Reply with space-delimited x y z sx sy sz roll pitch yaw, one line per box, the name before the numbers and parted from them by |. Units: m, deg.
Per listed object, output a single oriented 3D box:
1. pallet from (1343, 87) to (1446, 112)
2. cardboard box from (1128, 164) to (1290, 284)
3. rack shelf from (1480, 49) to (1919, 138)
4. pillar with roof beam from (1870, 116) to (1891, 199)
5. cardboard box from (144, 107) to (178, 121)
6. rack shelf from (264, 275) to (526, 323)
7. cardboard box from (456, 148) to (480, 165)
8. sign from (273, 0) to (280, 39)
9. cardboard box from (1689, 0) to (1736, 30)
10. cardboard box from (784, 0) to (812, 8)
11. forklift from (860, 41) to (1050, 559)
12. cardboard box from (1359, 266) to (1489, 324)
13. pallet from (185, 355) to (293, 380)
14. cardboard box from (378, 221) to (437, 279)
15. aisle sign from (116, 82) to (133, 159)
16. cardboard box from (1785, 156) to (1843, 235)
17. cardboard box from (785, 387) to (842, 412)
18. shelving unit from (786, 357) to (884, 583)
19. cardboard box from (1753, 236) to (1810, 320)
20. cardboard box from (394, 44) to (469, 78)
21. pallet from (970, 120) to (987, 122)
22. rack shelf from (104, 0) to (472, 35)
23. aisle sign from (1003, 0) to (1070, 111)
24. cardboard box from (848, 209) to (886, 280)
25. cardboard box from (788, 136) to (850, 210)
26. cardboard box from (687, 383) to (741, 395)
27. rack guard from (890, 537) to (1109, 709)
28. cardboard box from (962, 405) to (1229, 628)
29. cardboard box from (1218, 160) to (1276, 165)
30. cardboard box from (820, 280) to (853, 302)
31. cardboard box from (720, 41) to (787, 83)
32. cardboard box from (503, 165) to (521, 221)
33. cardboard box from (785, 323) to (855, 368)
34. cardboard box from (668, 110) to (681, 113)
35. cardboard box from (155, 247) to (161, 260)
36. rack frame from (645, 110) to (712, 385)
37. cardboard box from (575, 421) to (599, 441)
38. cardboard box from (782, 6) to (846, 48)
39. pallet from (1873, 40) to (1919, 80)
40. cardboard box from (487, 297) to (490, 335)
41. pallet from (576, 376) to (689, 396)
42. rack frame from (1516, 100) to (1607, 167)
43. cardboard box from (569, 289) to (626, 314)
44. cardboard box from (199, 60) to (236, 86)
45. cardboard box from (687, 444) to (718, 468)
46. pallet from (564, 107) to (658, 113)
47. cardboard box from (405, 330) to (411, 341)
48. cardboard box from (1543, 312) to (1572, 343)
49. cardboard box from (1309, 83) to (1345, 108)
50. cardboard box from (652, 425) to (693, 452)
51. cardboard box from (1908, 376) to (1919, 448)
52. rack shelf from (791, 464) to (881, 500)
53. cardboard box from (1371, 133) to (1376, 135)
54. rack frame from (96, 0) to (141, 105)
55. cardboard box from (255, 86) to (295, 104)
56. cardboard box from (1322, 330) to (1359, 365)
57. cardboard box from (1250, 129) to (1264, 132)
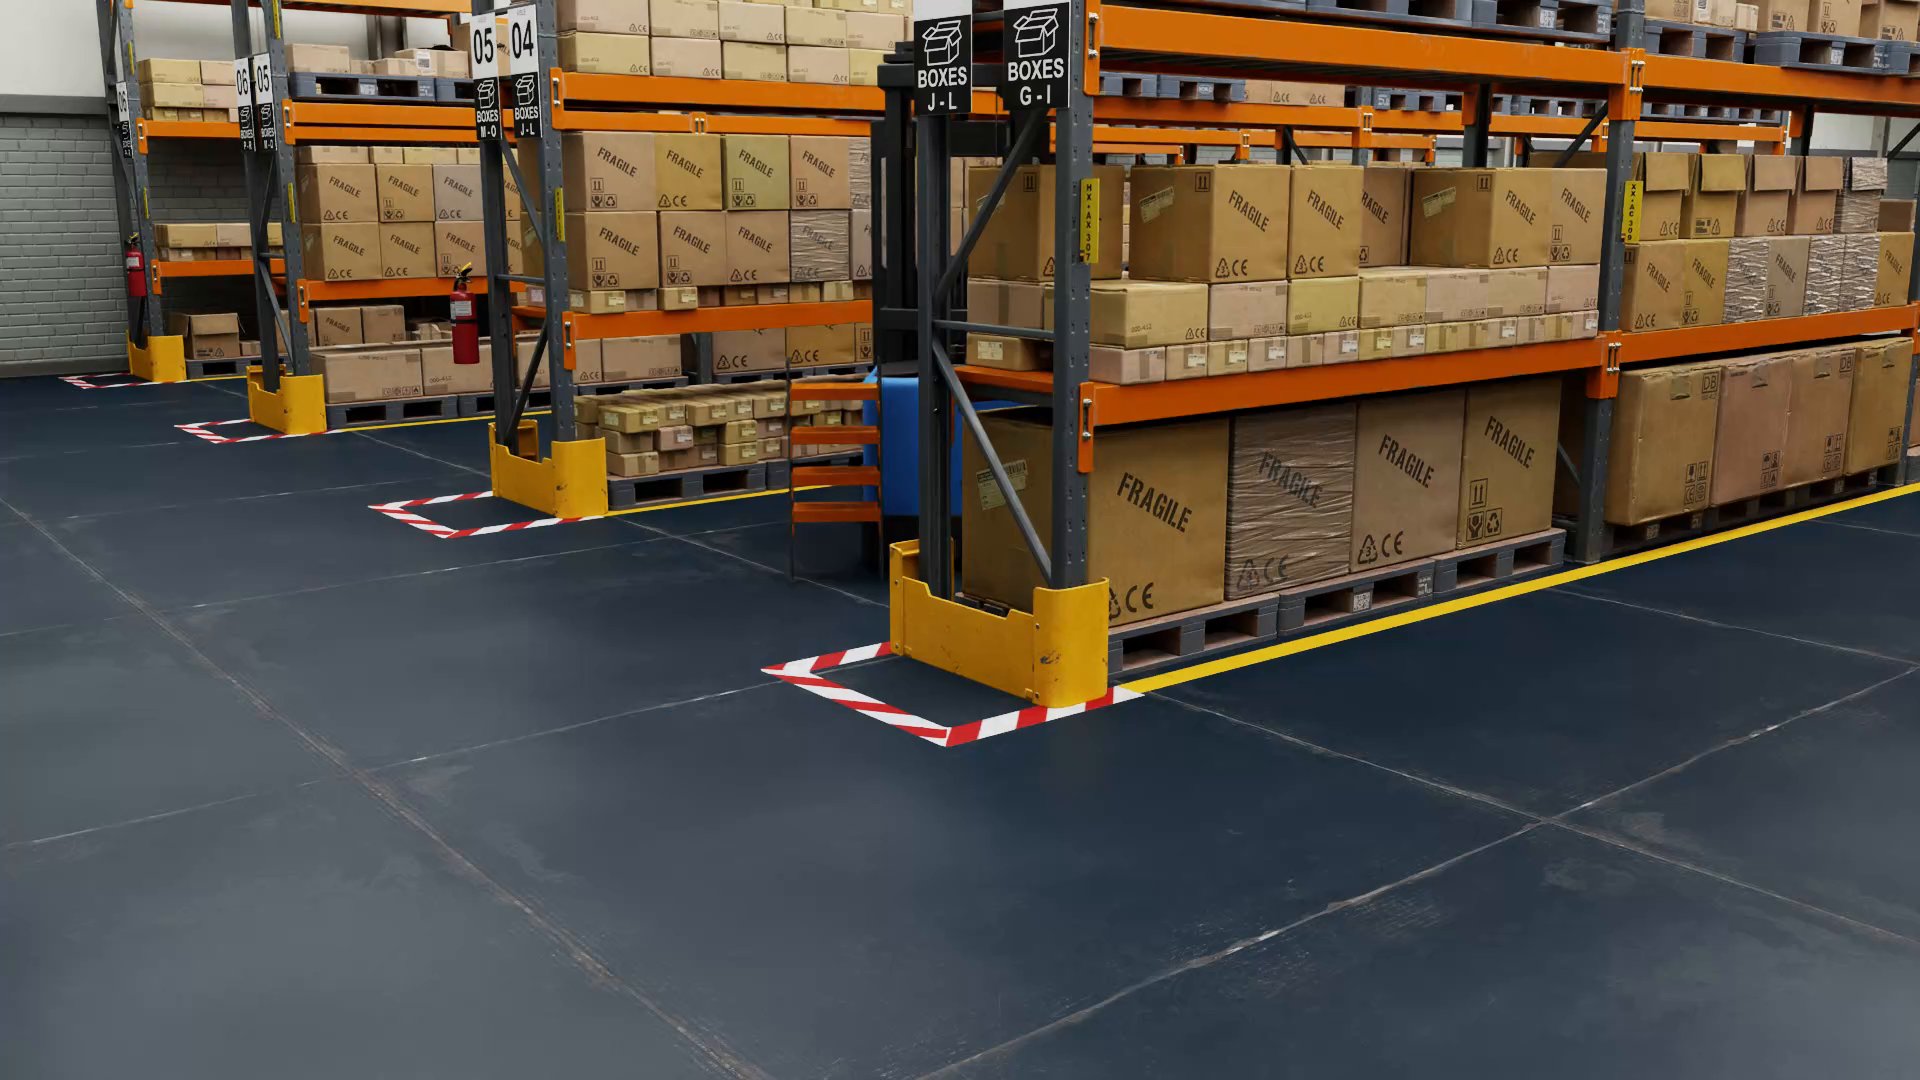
pallet | 3.865 -4.210 15.965 1.003 0.211 1.213 -9 15 -35
cardboard box | 1.102 -1.409 7.383 0.500 0.500 0.500 -10 16 -39
rack shelf | 4.854 -2.781 10.513 4.000 0.370 1.077 -9 15 -38
pillar with roof beam | 28.376 -11.560 42.904 0.548 9.000 9.100 -9 15 -38
cardboard box | -8.732 -4.647 18.174 0.250 0.149 0.380 -9 15 -36
rack shelf | -4.461 -2.402 15.950 4.000 0.370 1.077 -9 15 -38
cardboard box | -4.550 -3.517 15.259 0.250 0.149 0.380 -9 15 -37
sign | -5.680 -4.337 13.815 0.005 0.325 0.100 -9 15 -38
cardboard box | 4.205 -3.163 9.784 0.500 0.311 0.500 -10 16 -40
cardboard box | -1.225 -3.740 11.495 0.250 0.149 0.380 -9 15 -36
forklift | 0.010 -1.577 10.498 1.130 2.935 3.031 0 12 2
cardboard box | 2.310 -1.244 8.412 0.500 0.250 0.500 -9 15 -37
pallet | -8.445 -2.048 19.266 1.213 0.211 1.003 -9 15 -38
cardboard box | -5.091 -2.629 15.047 0.500 0.500 0.500 -10 15 -38
aisle sign | -8.996 -4.514 17.906 0.004 0.787 0.394 -9 15 -38
cardboard box | 5.324 -2.288 11.027 0.637 0.503 0.797 -9 15 -36
cardboard box | -1.078 -1.041 12.231 0.250 0.149 0.380 -9 15 -38
shelving unit | -0.676 -0.383 9.046 0.503 1.200 0.258 -1 12 -4
cardboard box | 4.991 -1.672 10.541 0.500 0.500 0.500 -9 15 -37
cardboard box | -4.822 -4.358 15.173 0.500 0.311 0.500 -9 15 -37
pallet | -0.245 -4.815 18.816 1.003 0.211 1.213 -9 15 -35
rack shelf | -7.564 -6.139 19.116 4.000 0.370 1.077 -9 15 -38
aisle sign | 0.300 -2.100 6.541 0.004 0.787 0.394 -9 15 -38
cardboard box | -0.724 -2.178 12.206 0.500 0.500 0.500 -10 15 -38
cardboard box | -1.129 -2.600 11.789 0.500 0.500 0.500 -10 16 -39
cardboard box | -1.824 -1.061 12.323 0.250 0.149 0.380 -9 15 -36
rack guard | 0.150 0.339 7.329 0.348 0.500 1.175 -9 15 -38
cardboard box | 0.618 -0.149 7.713 0.875 0.875 0.875 -9 15 -38
cardboard box | 3.827 -4.757 21.944 0.500 0.500 0.700 -10 15 -38
cardboard box | -0.980 -1.811 12.041 0.250 0.149 0.380 -9 15 -37
cardboard box | -1.533 -3.252 11.360 0.500 0.250 0.500 -10 16 -39
cardboard box | -4.284 -3.249 15.562 0.500 0.500 0.500 -9 15 -37
cardboard box | -1.764 -2.391 18.273 0.875 0.875 0.875 -9 15 -36
cardboard box | -3.834 -5.717 22.009 0.250 0.149 0.380 -9 15 -37
cardboard box | -9.035 -3.262 18.876 0.250 0.149 0.380 -10 15 -38
rack frame | -2.899 -3.013 17.098 0.127 3.000 1.000 -9 15 -38
cardboard box | -2.617 -0.776 11.696 0.250 0.149 0.380 -10 16 -39
cardboard box | -1.143 -3.555 11.585 0.500 0.250 0.500 -10 16 -40
pallet | 5.946 -3.208 11.246 1.003 0.211 1.213 -9 15 -35
cardboard box | -5.804 -2.912 21.629 0.500 0.500 0.500 -10 15 -38
pallet | -3.542 -1.563 16.982 1.213 0.211 1.003 -9 15 -38
rack frame | 6.519 -3.262 18.267 0.127 3.000 1.000 -9 15 -38
cardboard box | -2.393 -1.570 10.908 0.250 0.149 0.380 -10 15 -38
cardboard box | -8.214 -5.163 18.439 0.500 0.250 0.500 -10 15 -38
cardboard box | -1.899 -0.612 11.642 0.250 0.149 0.380 -9 15 -37
pallet | -3.544 -4.333 16.303 1.213 0.211 1.003 -9 15 -38
cardboard box | -7.005 -2.525 20.651 0.250 0.149 0.380 -10 15 -38
cardboard box | 3.057 -1.157 8.960 0.250 0.149 0.380 -9 15 -37
cardboard box | 3.109 -4.143 14.958 0.500 0.500 0.500 -9 15 -38
cardboard box | -2.032 -0.714 11.404 0.250 0.149 0.380 -10 15 -38
cardboard box | 6.926 -1.008 12.611 0.500 0.500 0.700 -10 16 -41
rack shelf | -0.676 -0.318 9.060 0.480 0.148 0.258 -1 12 -4
cardboard box | 5.561 -5.694 23.108 0.250 0.149 0.380 -10 15 -38
rack frame | -9.126 -6.233 17.819 0.127 3.000 1.000 -9 15 -38
cardboard box | -7.817 -4.985 18.807 0.500 0.250 0.500 -10 16 -39
cardboard box | 1.654 -0.924 7.862 0.250 0.149 0.380 -10 15 -38
cardboard box | 3.749 -5.396 21.704 0.250 0.149 0.380 -10 15 -39
